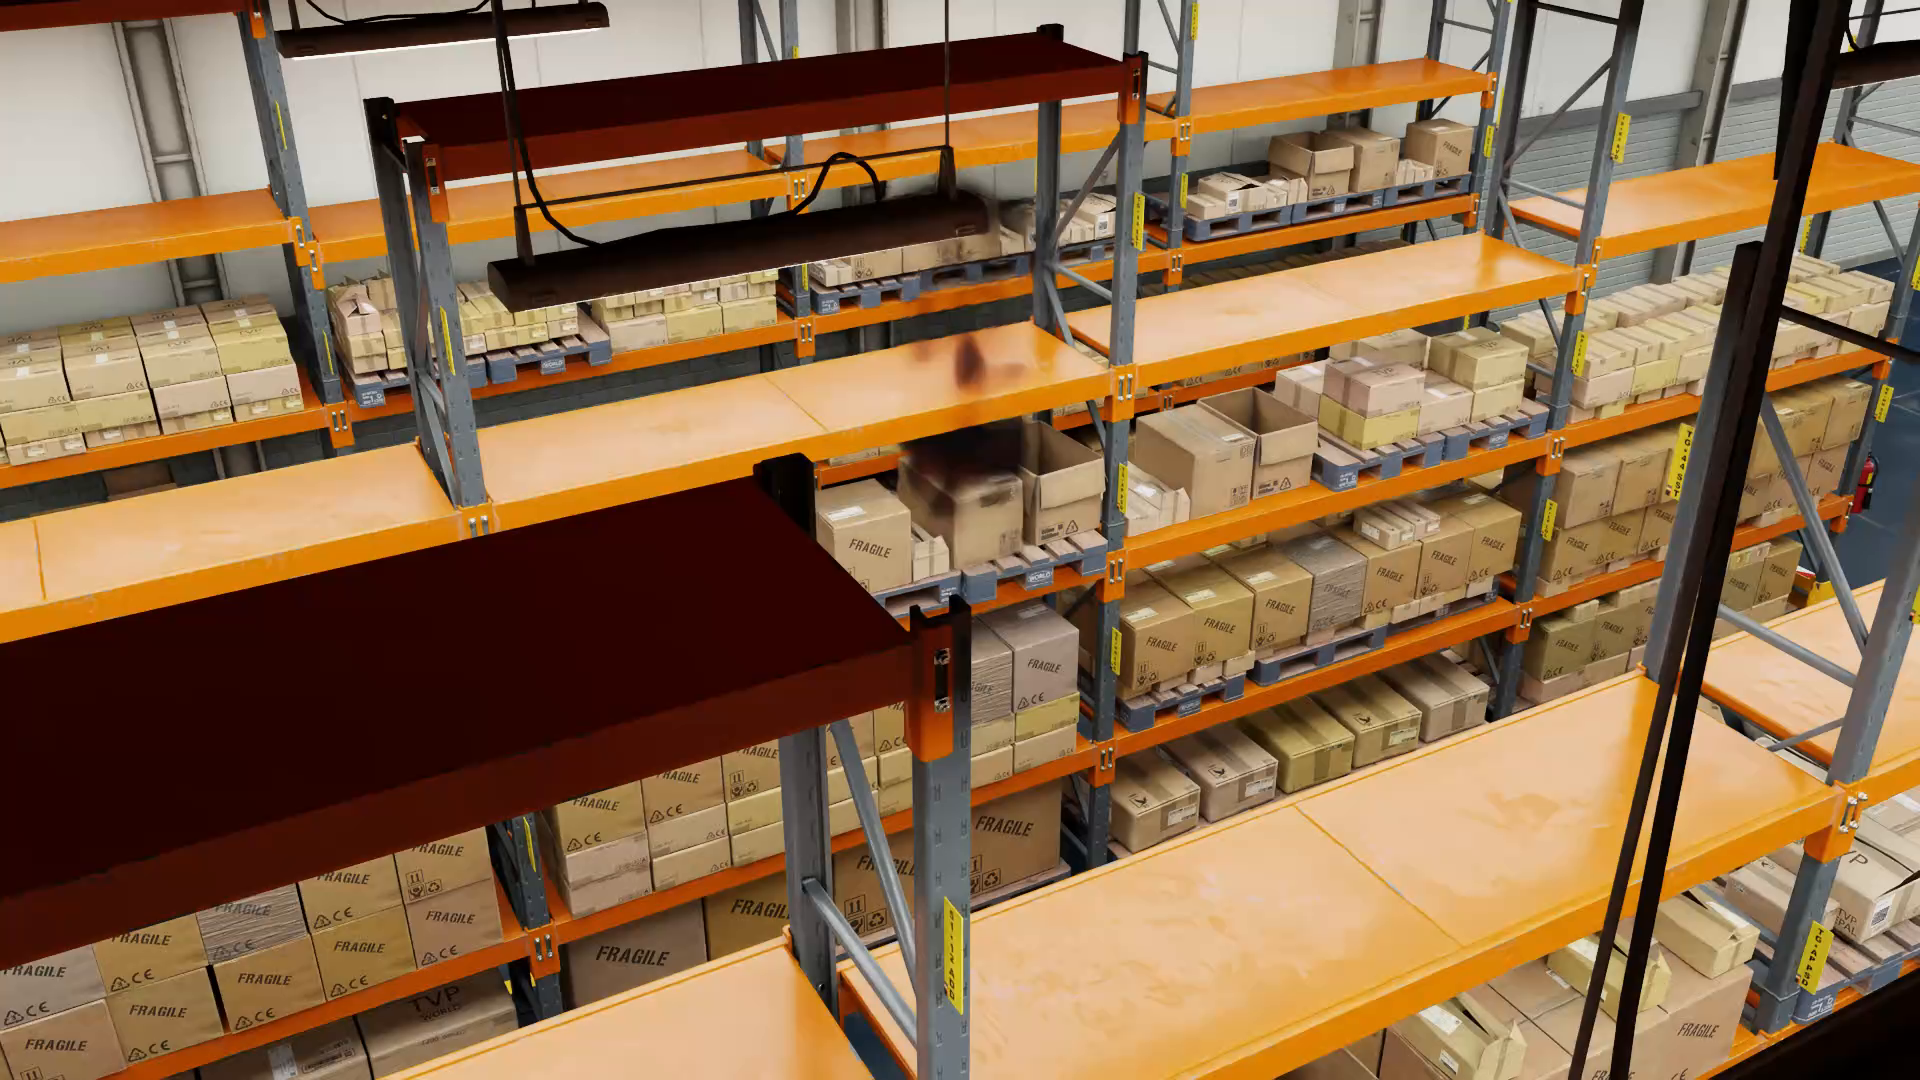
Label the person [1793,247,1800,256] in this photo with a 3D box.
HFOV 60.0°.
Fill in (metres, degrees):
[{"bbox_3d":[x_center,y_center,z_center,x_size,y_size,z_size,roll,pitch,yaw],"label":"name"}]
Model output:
[{"bbox_3d":[9.883,-2.735,20.363,0.760,1.705,0.675,-23,36,-36],"label":"person"}]
